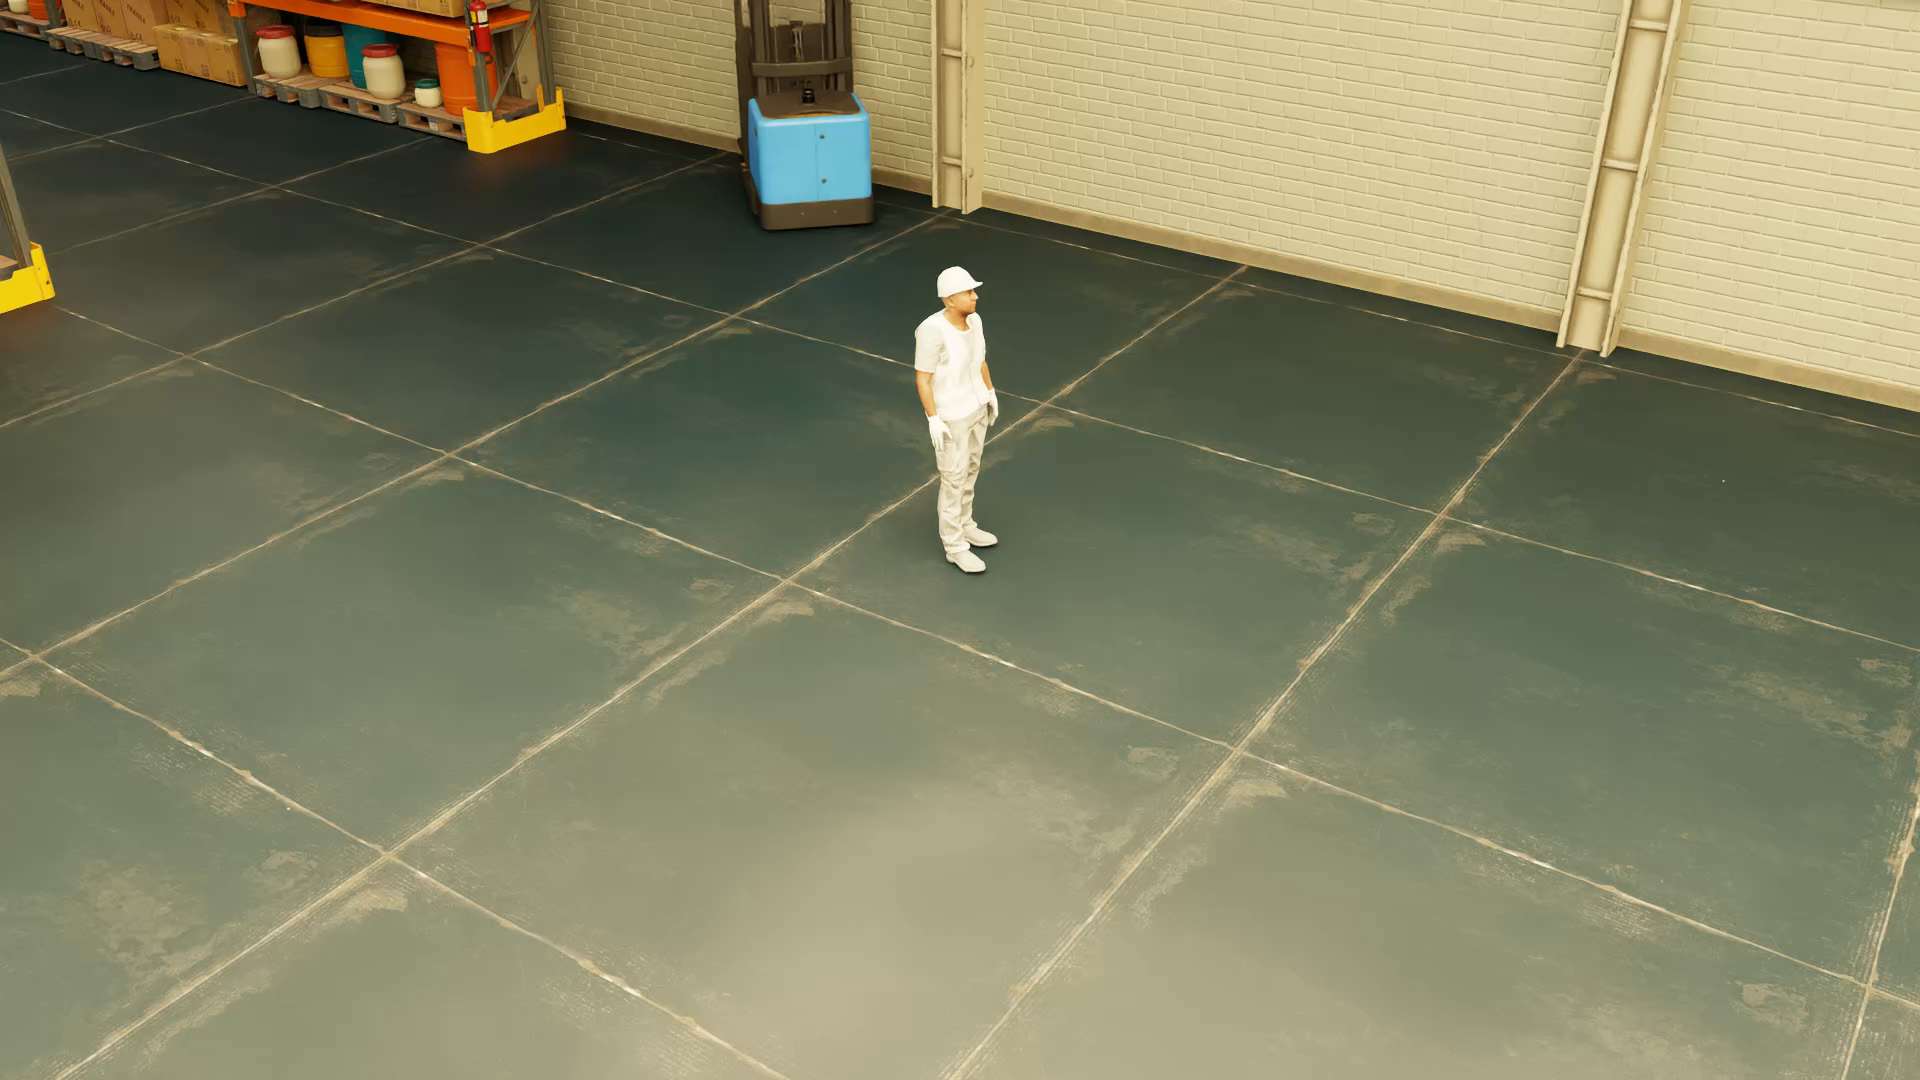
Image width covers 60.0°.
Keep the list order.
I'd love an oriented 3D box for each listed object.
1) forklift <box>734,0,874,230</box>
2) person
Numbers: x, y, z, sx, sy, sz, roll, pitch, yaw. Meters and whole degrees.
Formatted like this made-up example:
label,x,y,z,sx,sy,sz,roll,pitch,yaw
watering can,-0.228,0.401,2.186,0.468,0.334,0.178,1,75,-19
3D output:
label,x,y,z,sx,sy,sz,roll,pitch,yaw
forklift,-1.619,-4.838,15.913,1.130,2.935,3.031,-6,31,-11
person,0.054,-0.754,10.007,0.577,1.782,0.656,19,35,29
